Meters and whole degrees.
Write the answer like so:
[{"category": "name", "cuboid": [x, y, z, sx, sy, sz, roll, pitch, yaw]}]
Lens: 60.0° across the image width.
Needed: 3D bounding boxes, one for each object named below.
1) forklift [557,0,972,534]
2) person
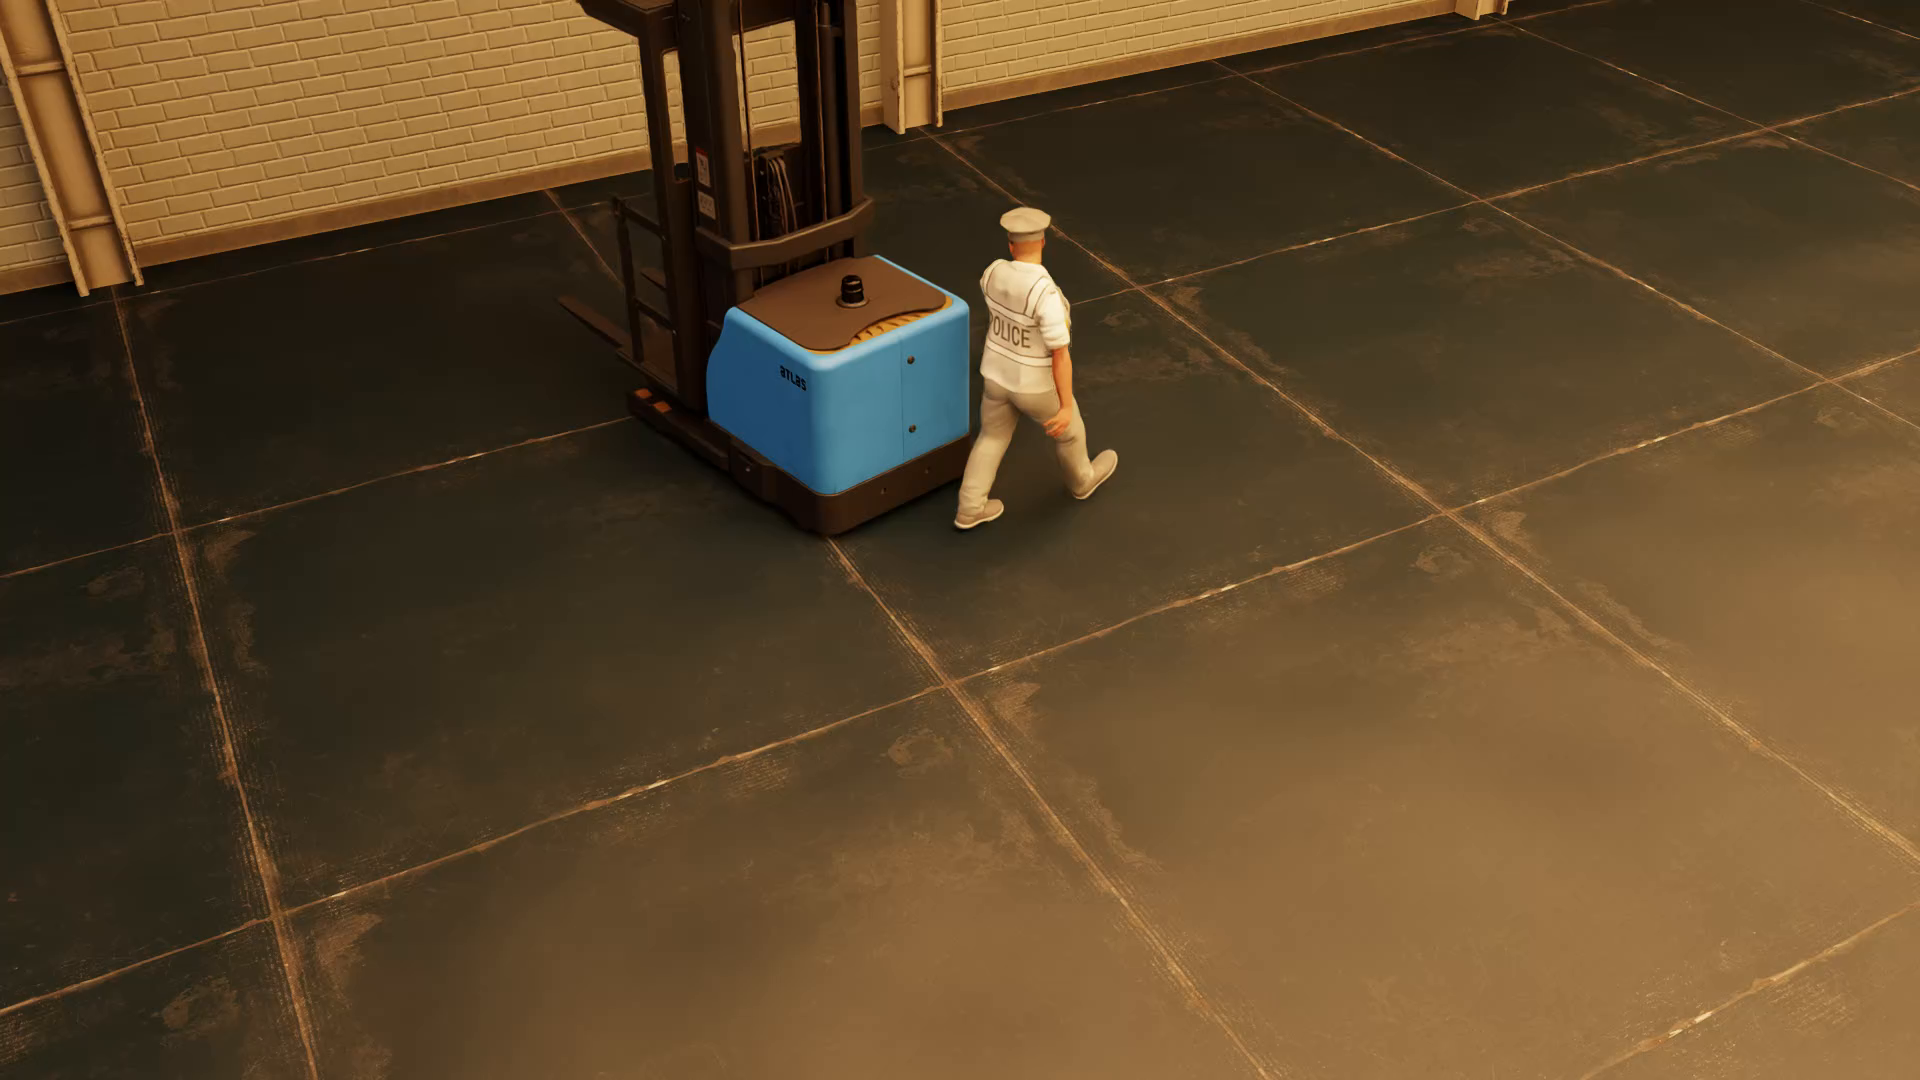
[{"category": "forklift", "cuboid": [-1.281, -1.998, 8.949, 1.130, 2.935, 3.031, -27, 43, -32]}, {"category": "person", "cuboid": [0.424, -0.860, 8.428, 0.695, 1.690, 0.919, 28, 44, 34]}]
